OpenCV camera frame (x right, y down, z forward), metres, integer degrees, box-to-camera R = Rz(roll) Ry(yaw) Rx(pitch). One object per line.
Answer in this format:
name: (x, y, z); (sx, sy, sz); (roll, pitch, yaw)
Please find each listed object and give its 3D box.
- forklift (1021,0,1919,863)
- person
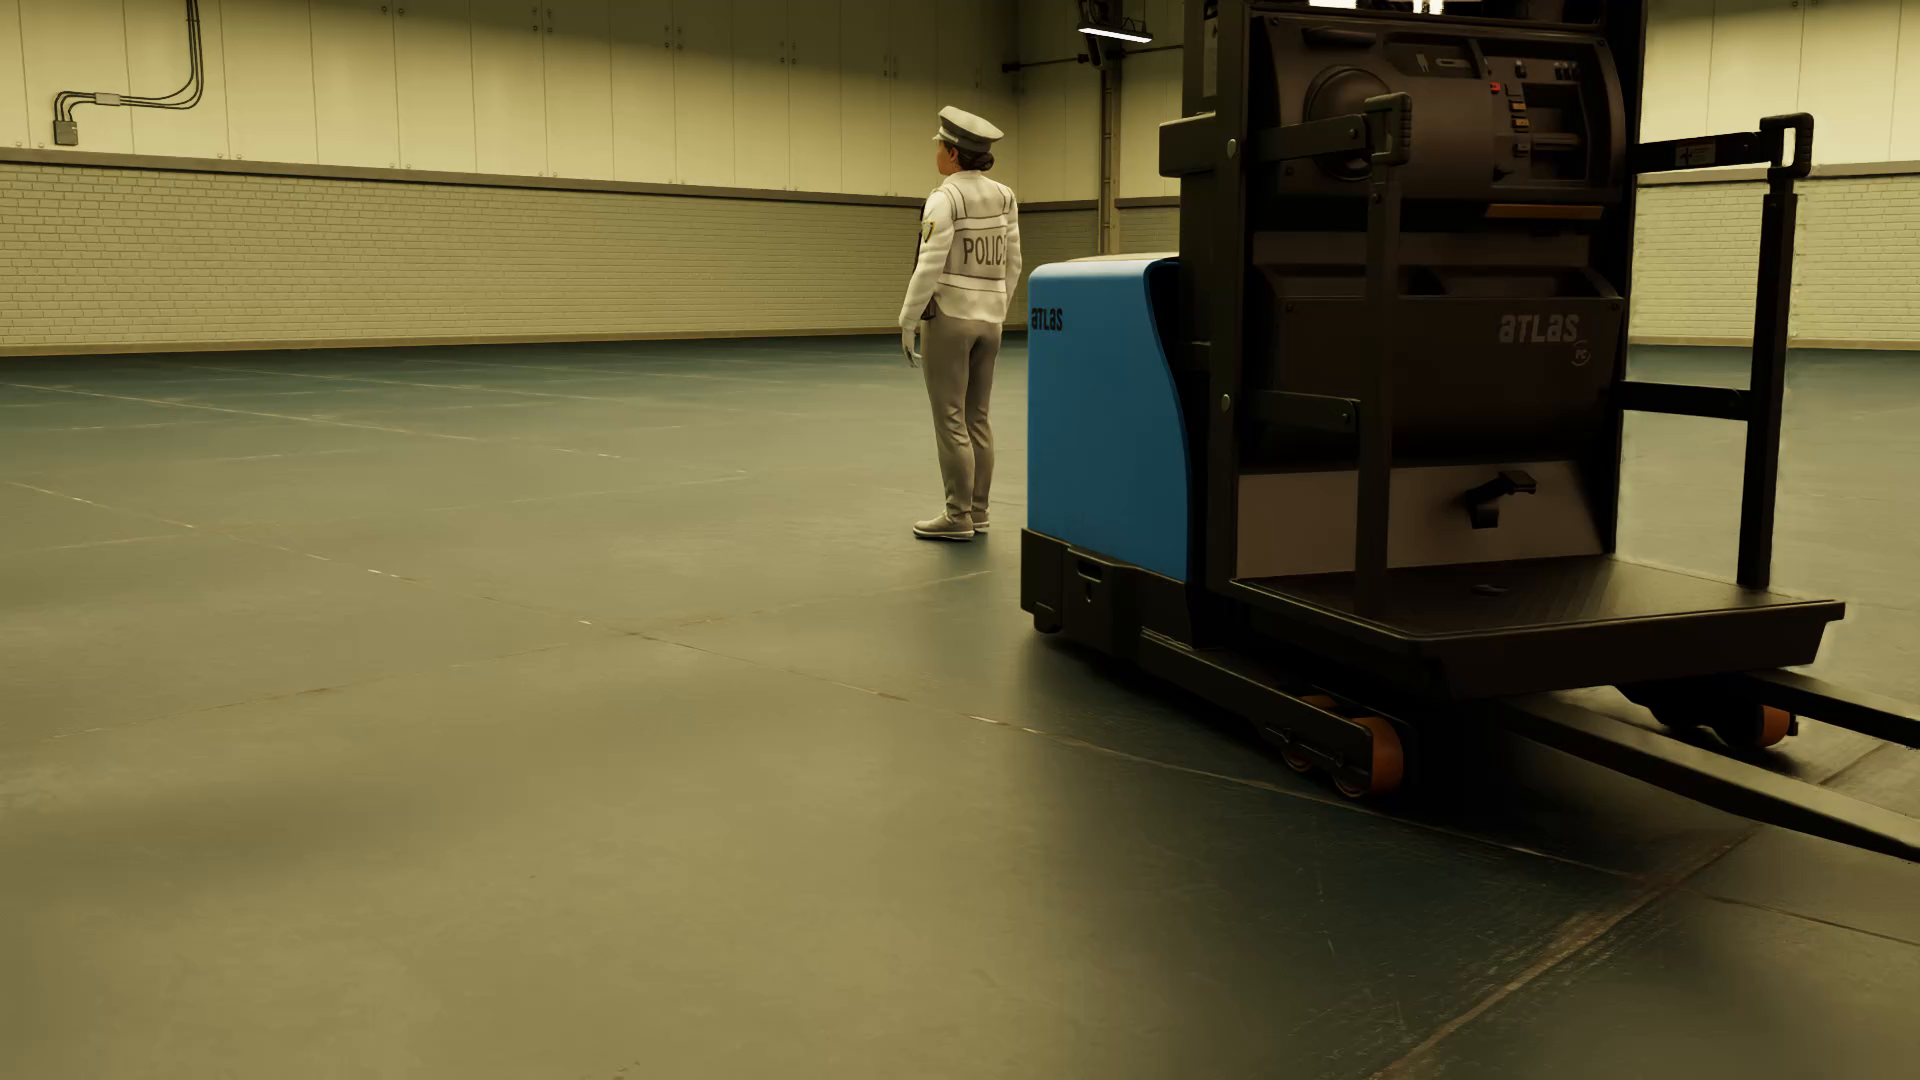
forklift: (1.176, -1.004, 3.543); (1.130, 2.935, 3.031); (-3, 9, -21)
person: (-0.044, -0.853, 6.641); (0.533, 1.696, 0.588); (8, 12, 43)
